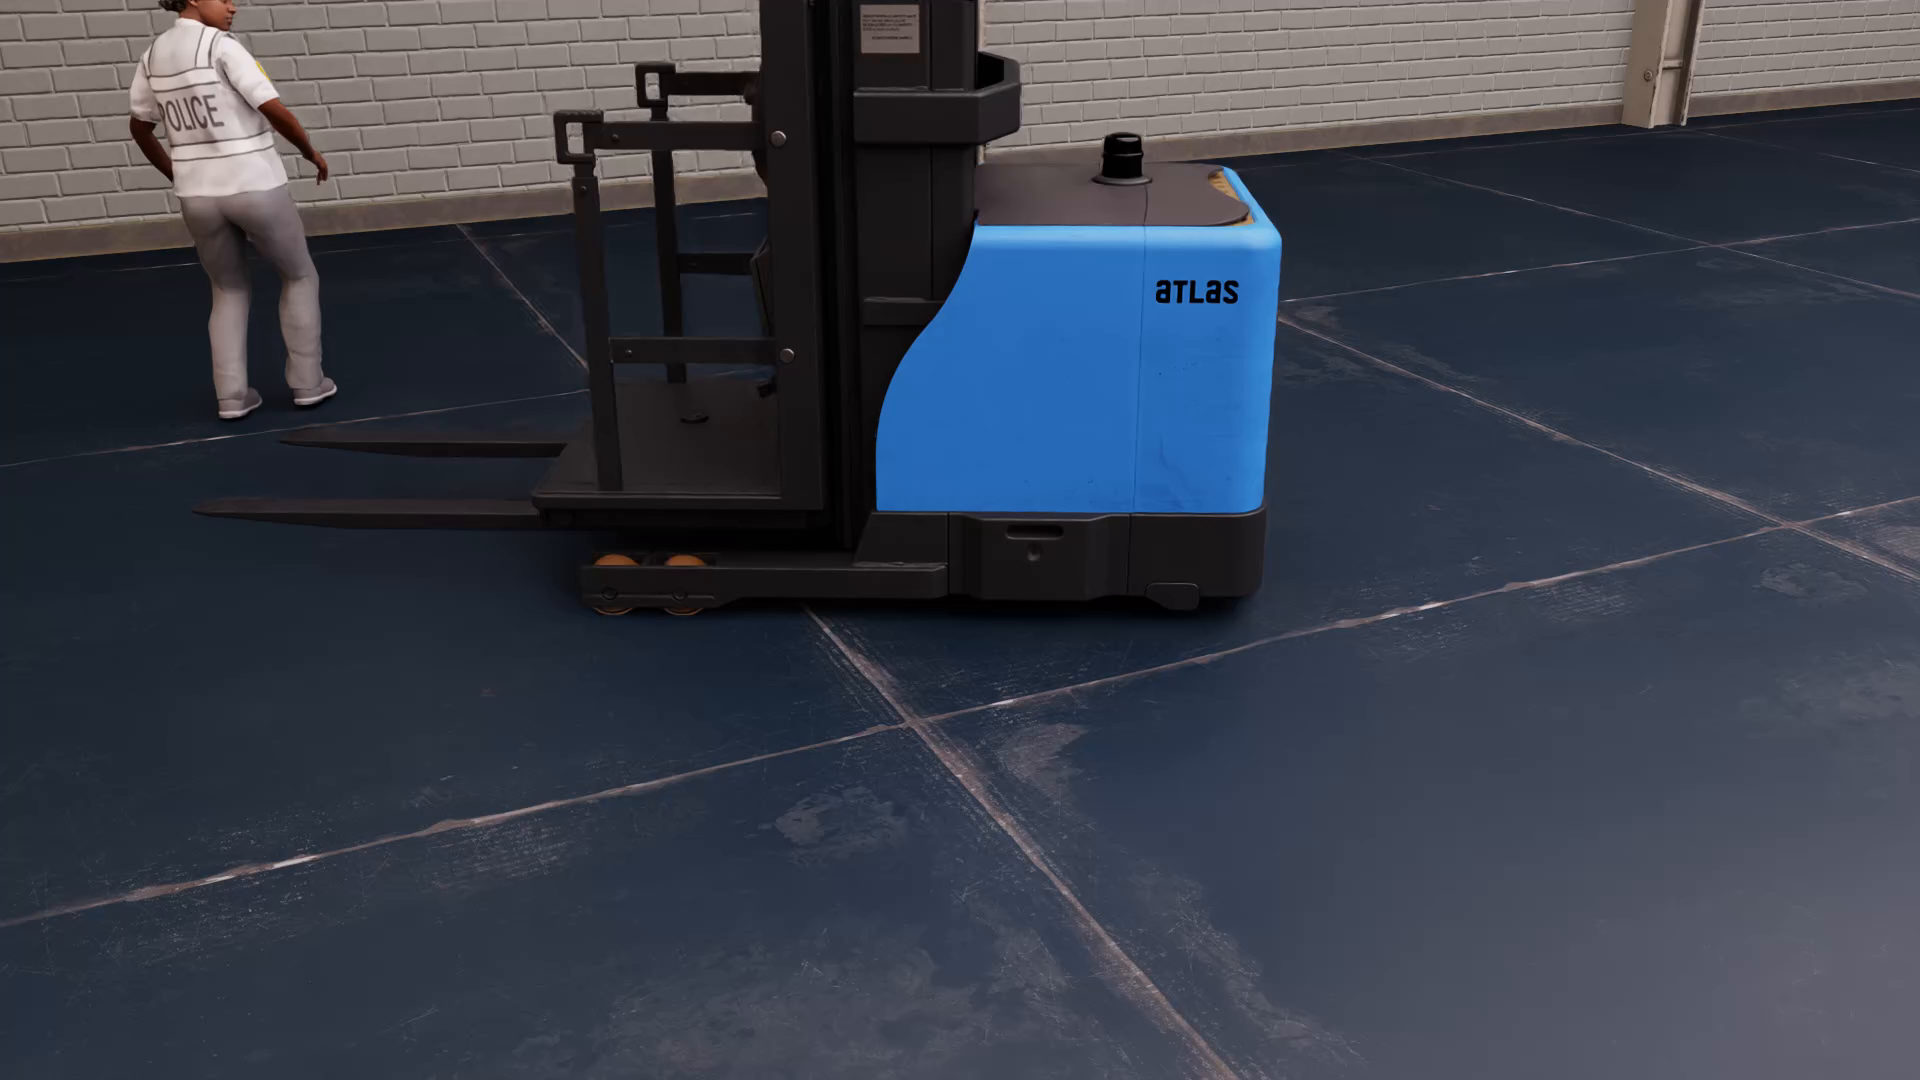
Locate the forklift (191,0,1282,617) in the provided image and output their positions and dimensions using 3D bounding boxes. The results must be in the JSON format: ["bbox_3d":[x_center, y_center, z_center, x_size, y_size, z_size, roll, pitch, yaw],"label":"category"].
[{"bbox_3d":[-0.666,-1.344,4.522,3.031,2.935,1.130,1,23,1],"label":"forklift"}]

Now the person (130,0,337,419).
[{"bbox_3d":[-2.637,-1.257,6.033,0.662,1.631,0.491,3,23,7],"label":"person"}]
